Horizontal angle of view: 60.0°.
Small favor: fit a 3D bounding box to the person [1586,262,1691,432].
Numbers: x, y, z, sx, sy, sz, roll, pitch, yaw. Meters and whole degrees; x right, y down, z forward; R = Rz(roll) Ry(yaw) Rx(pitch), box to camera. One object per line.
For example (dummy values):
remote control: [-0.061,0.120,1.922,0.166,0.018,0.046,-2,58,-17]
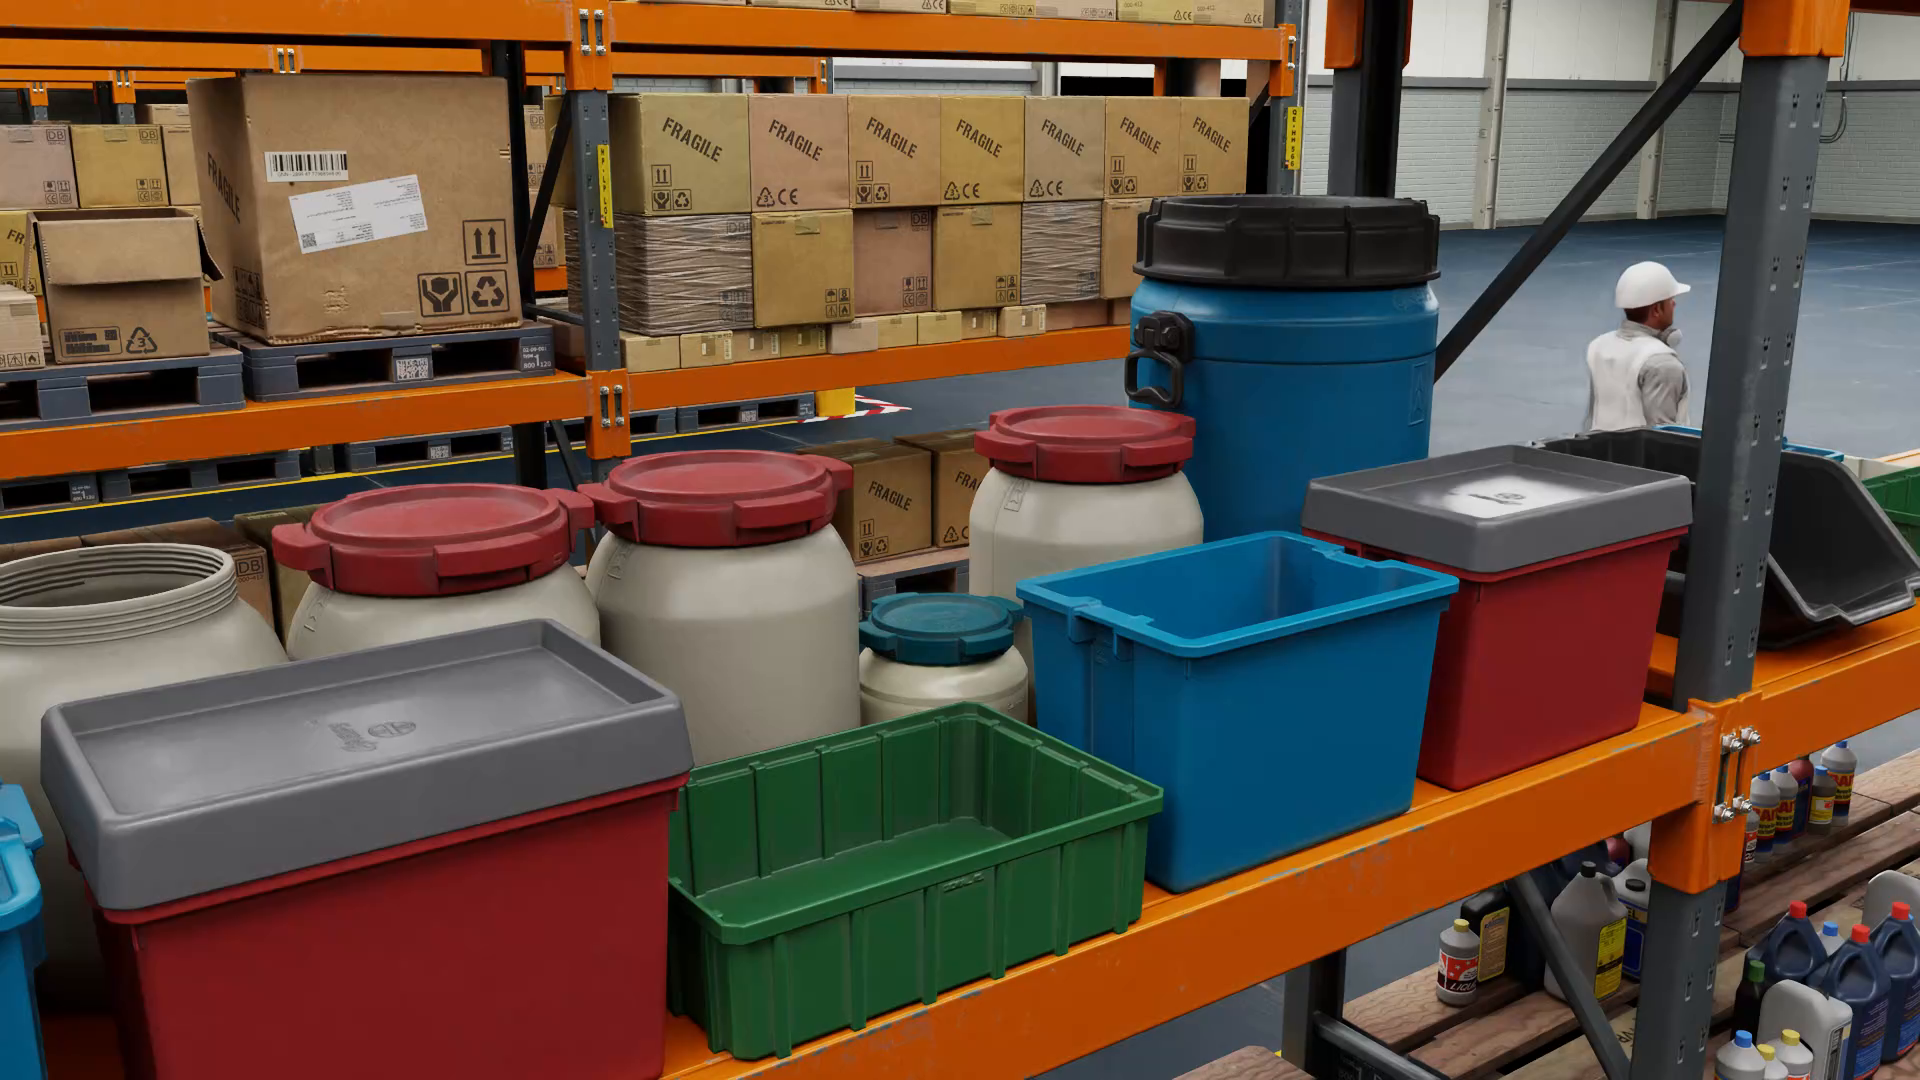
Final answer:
person: [2.797,-0.282,6.978,0.704,1.755,0.534,-4,15,-17]
